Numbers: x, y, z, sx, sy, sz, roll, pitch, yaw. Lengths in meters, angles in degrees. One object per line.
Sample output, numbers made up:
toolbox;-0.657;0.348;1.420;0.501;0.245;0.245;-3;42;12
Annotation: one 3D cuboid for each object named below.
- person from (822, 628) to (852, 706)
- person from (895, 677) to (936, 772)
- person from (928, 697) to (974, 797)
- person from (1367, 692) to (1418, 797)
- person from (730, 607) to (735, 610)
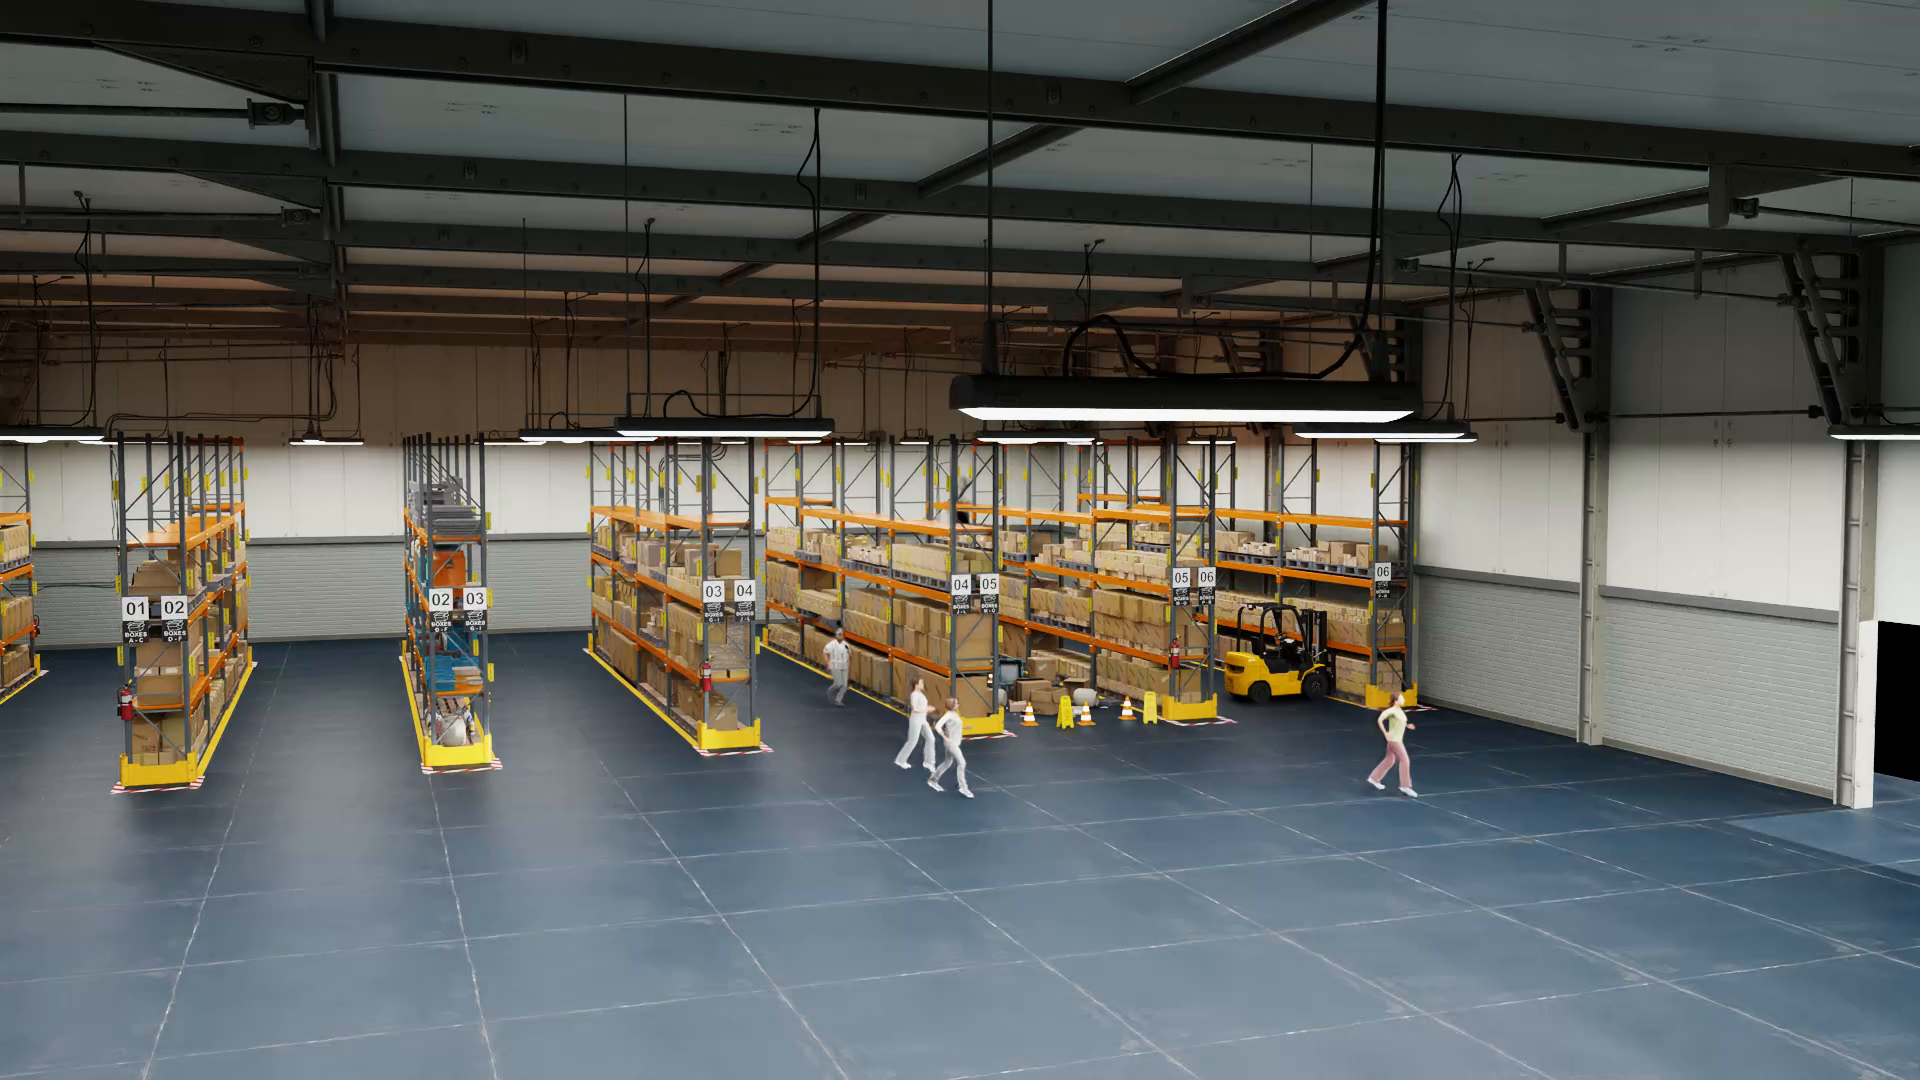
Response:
person;-2.655;2.815;36.769;0.658;1.739;0.591;-2;4;-31
person;-0.778;3.261;29.331;0.784;1.726;0.551;1;3;19
person;-0.152;3.393;27.304;0.783;1.631;0.518;0;3;7
person;7.182;3.359;27.553;0.839;1.696;0.569;1;3;24
person;-5.999;2.323;45.305;0.658;1.716;0.947;-1;3;-17
